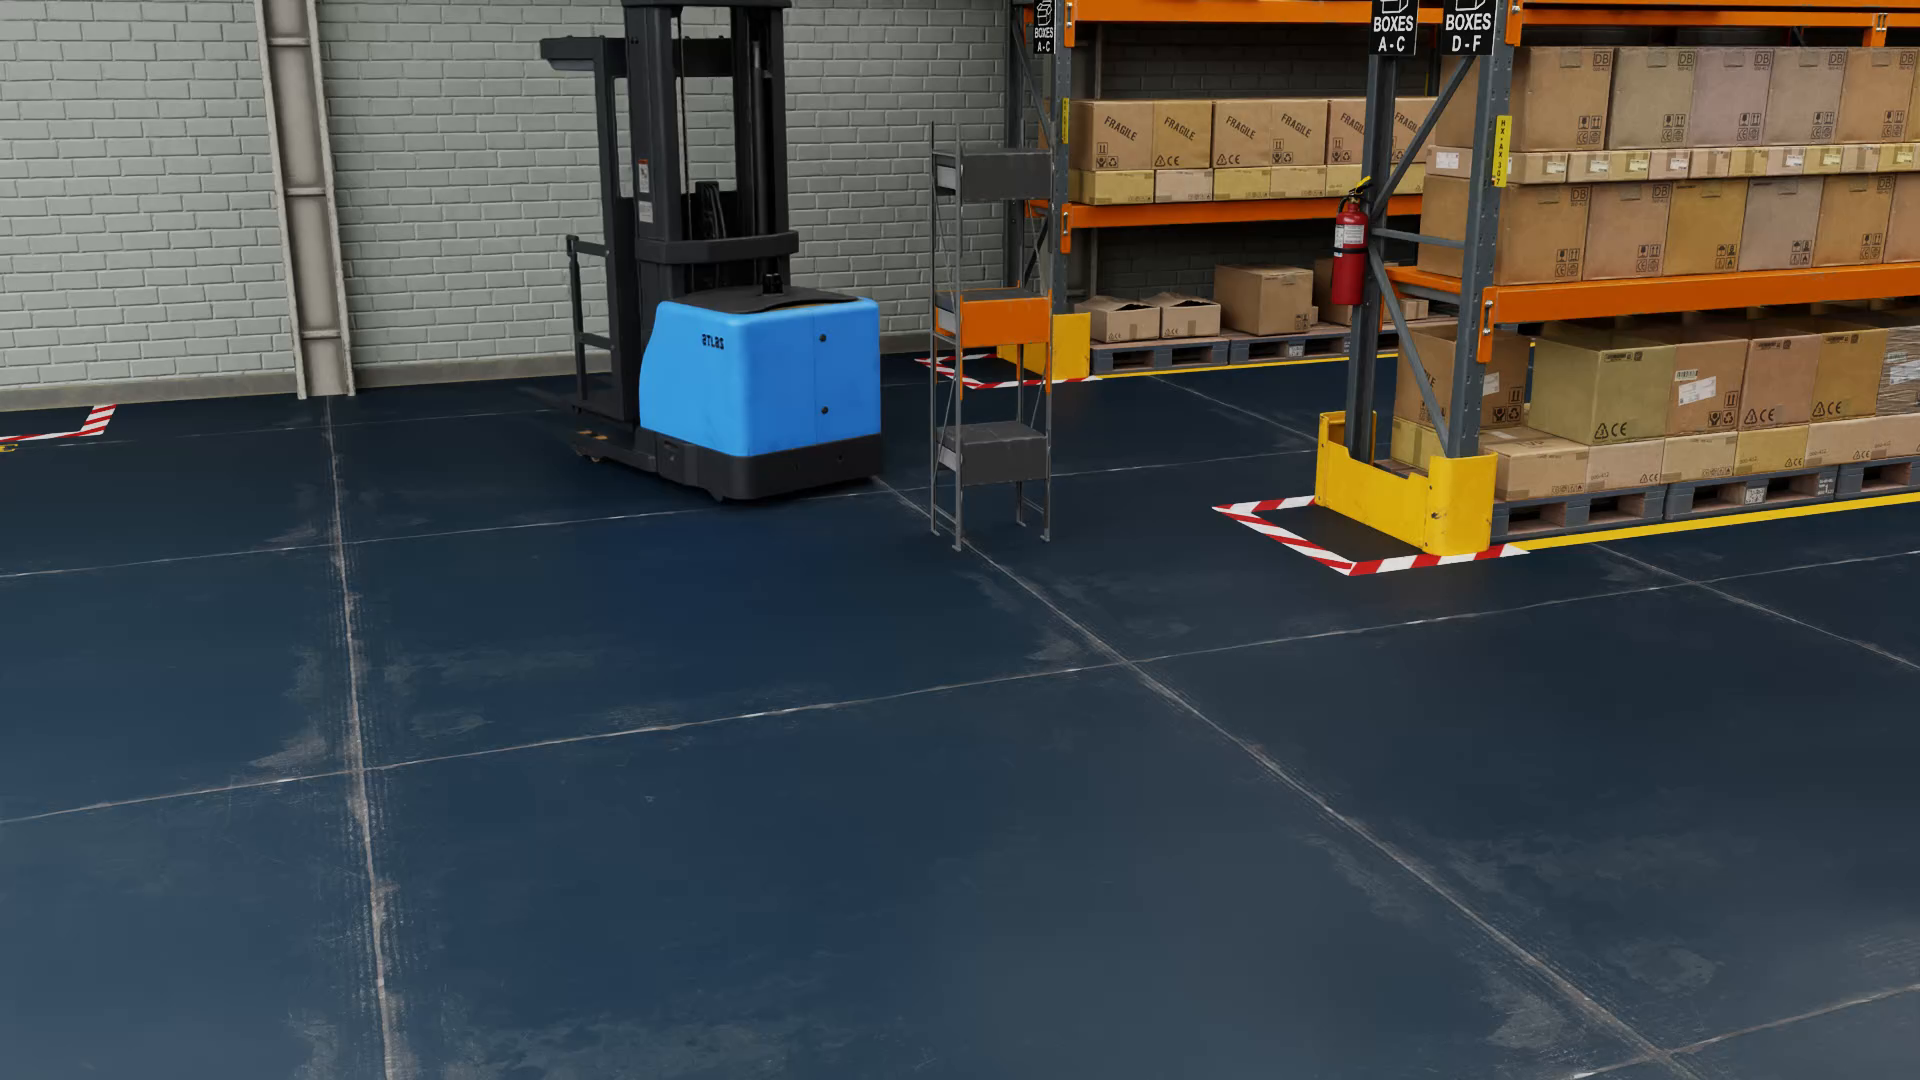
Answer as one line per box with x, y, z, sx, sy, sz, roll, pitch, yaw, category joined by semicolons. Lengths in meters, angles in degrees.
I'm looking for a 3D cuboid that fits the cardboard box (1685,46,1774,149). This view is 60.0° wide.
3.809;-2.350;8.798;0.500;0.500;0.700;-6;17;-20;cardboard box

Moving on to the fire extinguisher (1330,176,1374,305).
2.082;-1.599;8.855;0.183;0.674;0.296;-6;17;-20;fire extinguisher

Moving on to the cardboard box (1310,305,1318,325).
2.817;-1.919;14.088;0.250;0.149;0.380;-8;18;-25;cardboard box

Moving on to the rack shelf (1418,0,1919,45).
4.227;-2.821;8.834;4.000;0.370;1.077;-6;17;-20;rack shelf

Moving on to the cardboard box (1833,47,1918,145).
4.743;-2.451;9.141;0.500;0.500;0.700;-6;17;-20;cardboard box

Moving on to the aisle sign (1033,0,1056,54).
0.623;-3.989;12.246;0.004;0.787;0.394;-6;17;-20;aisle sign

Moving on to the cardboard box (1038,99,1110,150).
0.947;-3.229;13.171;0.500;0.500;0.500;-6;18;-21;cardboard box

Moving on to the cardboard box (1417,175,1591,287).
2.800;-1.617;8.604;0.500;0.500;0.700;-6;17;-20;cardboard box

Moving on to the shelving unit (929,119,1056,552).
0.155;-1.024;8.359;0.503;2.100;0.431;-6;17;-20;shelving unit

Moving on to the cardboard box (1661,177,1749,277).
3.754;-1.720;8.953;0.500;0.500;0.700;-6;17;-20;cardboard box

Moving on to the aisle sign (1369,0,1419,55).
2.193;-2.843;8.343;0.004;0.787;0.394;-6;17;-20;aisle sign

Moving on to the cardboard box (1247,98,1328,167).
2.564;-3.248;13.234;0.500;0.500;0.500;-6;17;-18;cardboard box

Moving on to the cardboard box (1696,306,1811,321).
4.615;-1.105;9.843;0.500;0.500;0.500;-6;17;-20;cardboard box

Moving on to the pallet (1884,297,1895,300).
8.816;-2.357;16.249;1.213;0.211;1.003;-6;17;-20;pallet

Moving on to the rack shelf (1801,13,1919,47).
9.921;-4.931;16.018;4.000;0.370;1.077;-6;17;-20;rack shelf

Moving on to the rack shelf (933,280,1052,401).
0.155;-1.011;8.363;0.480;0.518;0.431;-6;17;-20;rack shelf

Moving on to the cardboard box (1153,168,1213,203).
1.632;-2.788;12.998;0.500;0.250;0.500;-7;18;-22;cardboard box

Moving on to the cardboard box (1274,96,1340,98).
2.853;-3.437;13.877;0.500;0.500;0.500;-6;17;-19;cardboard box

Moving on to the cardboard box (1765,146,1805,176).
4.238;-2.022;8.832;0.250;0.149;0.380;-6;17;-20;cardboard box

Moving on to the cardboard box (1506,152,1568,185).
2.802;-1.867;8.305;0.250;0.149;0.380;-6;18;-20;cardboard box

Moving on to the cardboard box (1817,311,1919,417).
5.268;-1.019;9.548;0.500;0.500;0.500;-6;17;-20;cardboard box

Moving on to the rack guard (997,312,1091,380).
0.654;-1.637;13.284;0.348;0.500;1.175;-6;17;-20;rack guard

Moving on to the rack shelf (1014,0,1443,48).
2.451;-4.124;13.271;4.000;0.370;1.077;-6;17;-20;rack shelf

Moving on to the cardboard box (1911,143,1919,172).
5.197;-2.126;9.185;0.250;0.149;0.380;-6;17;-20;cardboard box

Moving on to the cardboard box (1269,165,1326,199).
2.583;-2.888;13.339;0.500;0.250;0.500;-6;17;-20;cardboard box

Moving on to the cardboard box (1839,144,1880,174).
4.731;-2.076;9.017;0.250;0.149;0.380;-6;17;-18;cardboard box

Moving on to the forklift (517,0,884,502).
-1.783;-1.964;10.085;1.130;2.935;3.031;-14;21;-39;forklift

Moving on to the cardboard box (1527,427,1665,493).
3.405;-0.454;8.957;0.500;0.250;0.500;-6;17;-20;cardboard box

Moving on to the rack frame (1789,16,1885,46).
8.053;-3.635;15.652;0.127;3.000;1.000;-6;17;-20;rack frame

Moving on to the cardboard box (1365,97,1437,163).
3.523;-3.348;13.576;0.500;0.500;0.500;-6;17;-20;cardboard box

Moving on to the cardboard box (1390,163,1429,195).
3.516;-2.994;13.700;0.500;0.250;0.500;-6;17;-20;cardboard box

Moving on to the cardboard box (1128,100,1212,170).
1.601;-3.142;12.874;0.500;0.500;0.500;-6;17;-20;cardboard box

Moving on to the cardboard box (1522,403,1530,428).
3.217;-0.593;9.428;0.500;0.250;0.500;-6;17;-20;cardboard box

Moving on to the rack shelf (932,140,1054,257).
0.155;-1.683;8.166;0.480;0.518;0.431;-6;17;-20;rack shelf

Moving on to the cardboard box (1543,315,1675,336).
3.682;-1.004;9.499;0.500;0.500;0.500;-6;17;-20;cardboard box

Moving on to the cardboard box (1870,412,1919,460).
5.269;-0.659;9.653;0.500;0.250;0.500;-6;17;-20;cardboard box

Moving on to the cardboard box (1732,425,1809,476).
4.341;-0.554;9.295;0.500;0.250;0.500;-6;17;-20;cardboard box

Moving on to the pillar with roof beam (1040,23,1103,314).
2.468;-4.872;9.219;0.400;9.000;9.100;-6;17;-20;pillar with roof beam

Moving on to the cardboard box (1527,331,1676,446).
3.406;-0.814;8.850;0.500;0.500;0.500;-6;17;-20;cardboard box

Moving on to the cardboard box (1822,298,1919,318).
5.549;-1.206;10.186;0.500;0.500;0.500;-6;17;-20;cardboard box

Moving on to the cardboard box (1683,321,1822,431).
4.341;-0.913;9.189;0.500;0.500;0.500;-6;17;-20;cardboard box

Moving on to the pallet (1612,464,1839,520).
4.196;-0.398;9.577;1.213;0.211;1.003;-6;17;-20;pallet

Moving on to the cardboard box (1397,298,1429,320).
3.829;-2.021;14.406;0.250;0.166;0.380;-9;18;-27;cardboard box

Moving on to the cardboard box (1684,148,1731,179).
3.766;-1.972;8.661;0.250;0.149;0.380;-7;18;-22;cardboard box

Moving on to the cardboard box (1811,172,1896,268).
4.722;-1.826;9.314;0.500;0.500;0.700;-6;17;-19;cardboard box

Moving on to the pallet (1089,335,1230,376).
1.425;-1.571;13.572;1.213;0.211;1.003;-6;17;-20;pallet

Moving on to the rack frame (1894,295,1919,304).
6.094;-1.929;9.842;0.127;3.000;1.000;-6;17;-20;rack frame

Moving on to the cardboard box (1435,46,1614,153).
2.849;-2.245;8.439;0.500;0.500;0.700;-6;17;-20;cardboard box

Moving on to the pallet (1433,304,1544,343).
5.045;-1.973;14.941;1.213;0.211;1.003;-6;17;-20;pallet

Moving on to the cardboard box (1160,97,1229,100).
1.902;-3.331;13.516;0.500;0.500;0.500;-7;18;-22;cardboard box

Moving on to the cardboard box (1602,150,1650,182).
3.281;-1.920;8.483;0.250;0.149;0.380;-6;17;-20;cardboard box

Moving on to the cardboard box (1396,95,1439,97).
3.805;-3.537;14.218;0.500;0.500;0.500;-7;18;-21;cardboard box

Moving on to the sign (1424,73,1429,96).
4.116;-3.933;14.612;0.005;0.325;0.100;-6;17;-20;sign

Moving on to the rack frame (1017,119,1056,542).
0.382;-1.049;8.443;0.015;2.100;0.400;-6;17;-20;rack frame

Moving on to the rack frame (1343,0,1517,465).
2.359;-1.525;8.469;0.127;3.000;1.000;-6;17;-20;rack frame

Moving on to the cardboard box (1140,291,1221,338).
1.794;-1.853;13.575;0.500;0.311;0.500;-5;17;-15;cardboard box
